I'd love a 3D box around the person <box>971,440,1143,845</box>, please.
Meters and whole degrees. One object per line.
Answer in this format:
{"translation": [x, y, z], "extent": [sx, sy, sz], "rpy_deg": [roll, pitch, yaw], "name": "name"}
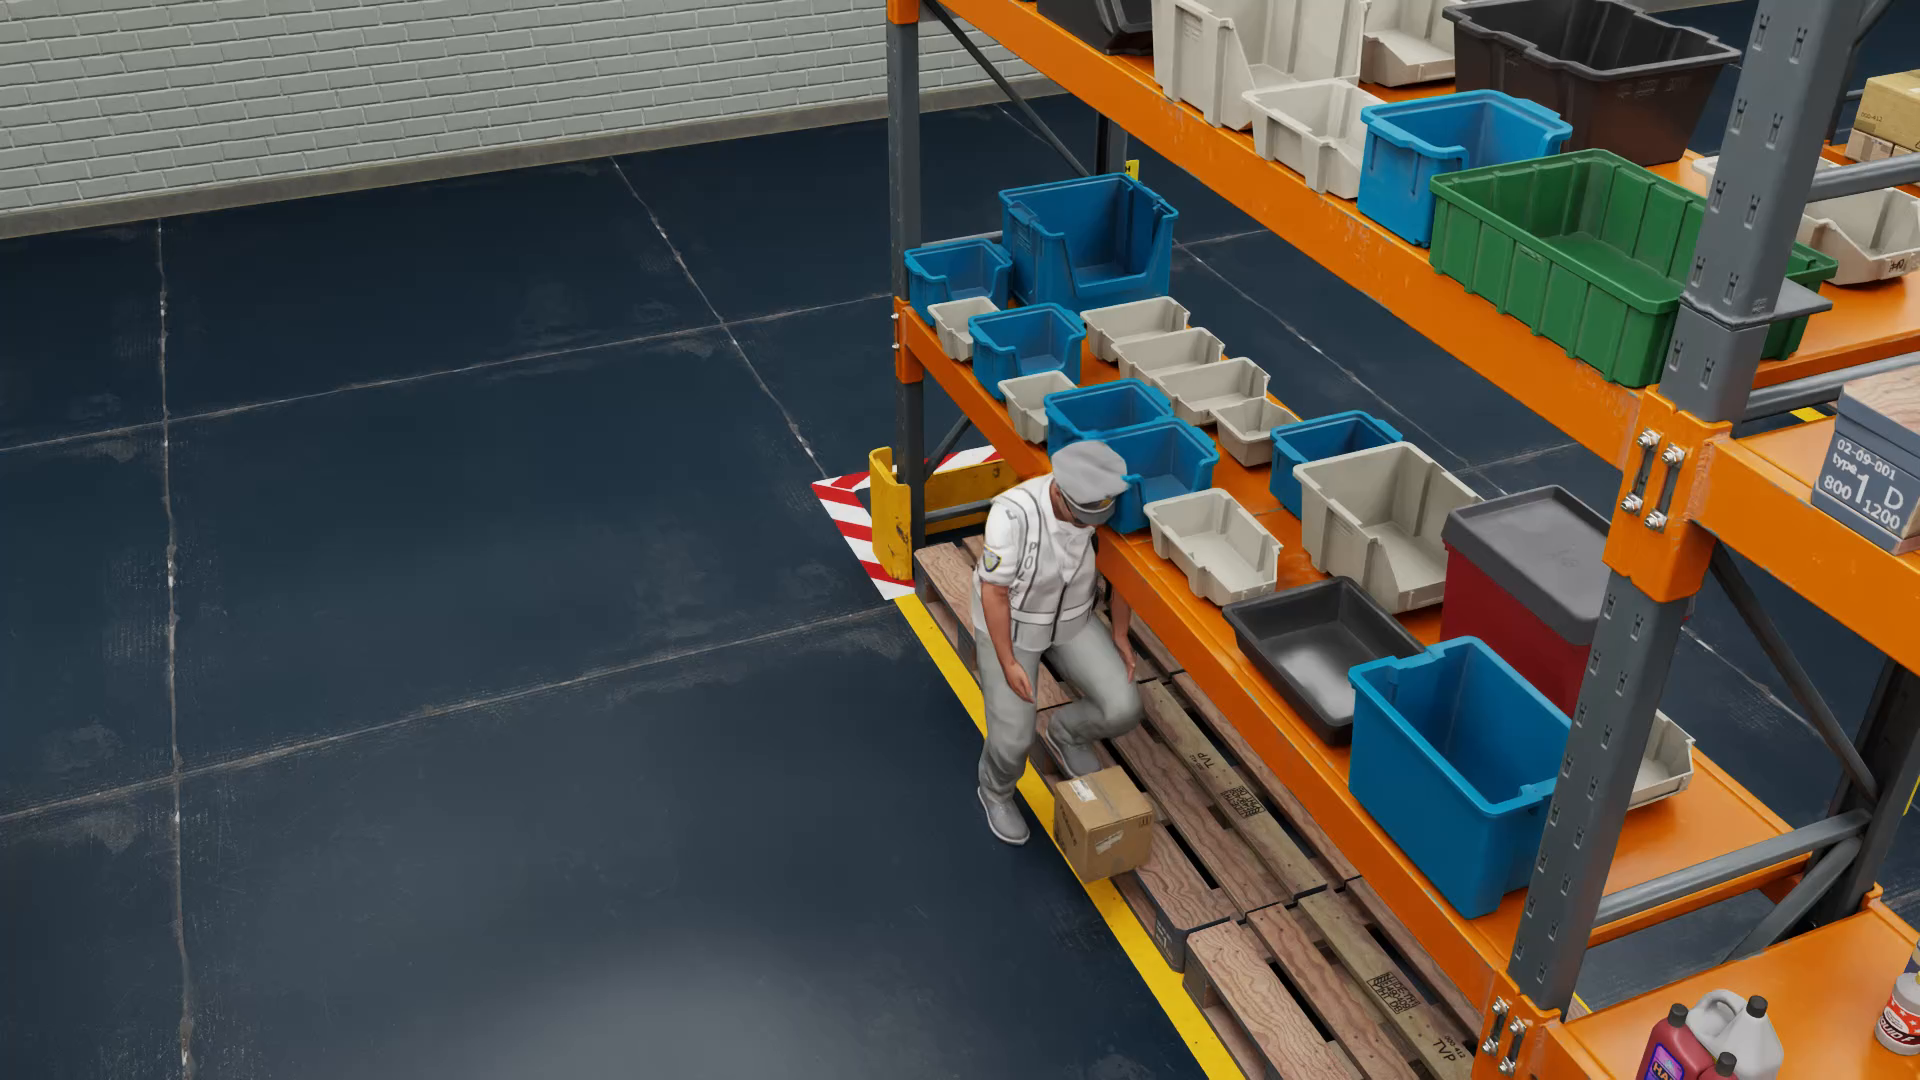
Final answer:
{"translation": [0.330, 0.328, 5.758], "extent": [0.575, 1.629, 0.618], "rpy_deg": [-12, 35, -18], "name": "person"}
